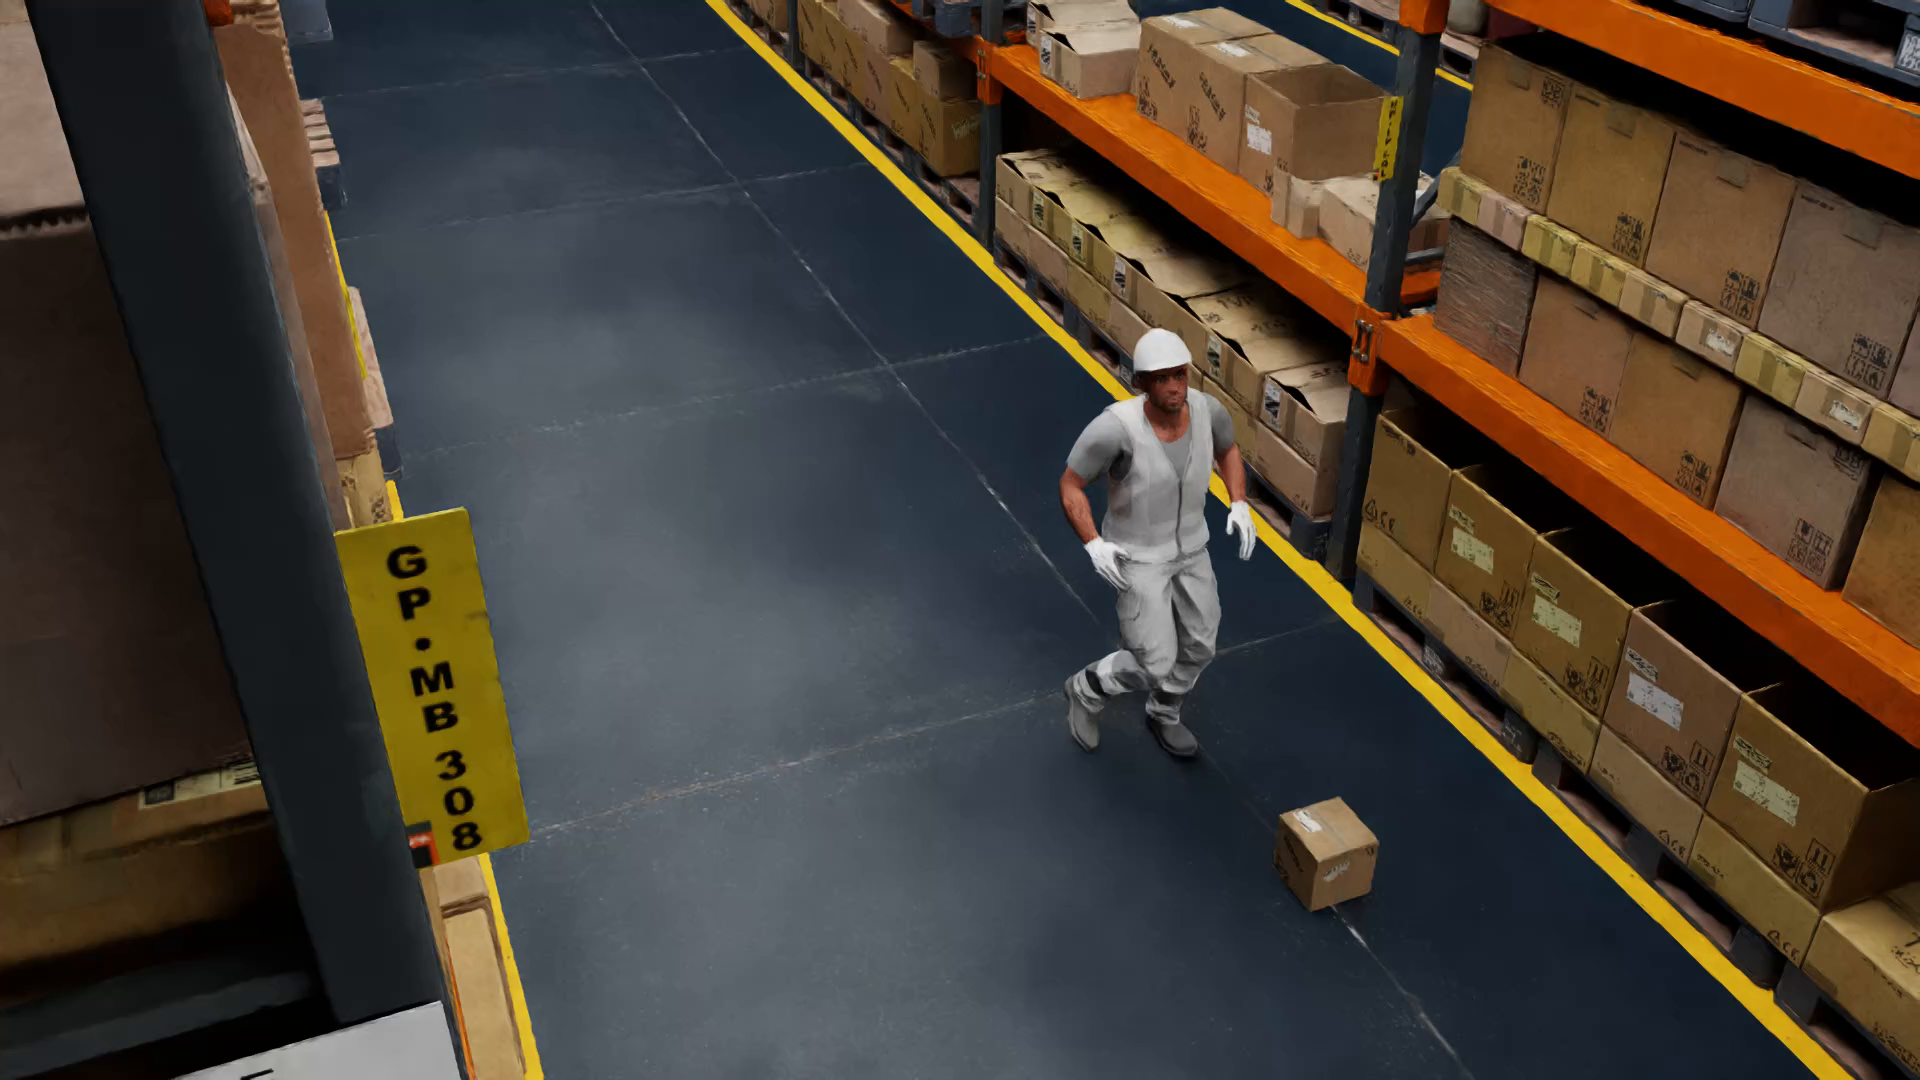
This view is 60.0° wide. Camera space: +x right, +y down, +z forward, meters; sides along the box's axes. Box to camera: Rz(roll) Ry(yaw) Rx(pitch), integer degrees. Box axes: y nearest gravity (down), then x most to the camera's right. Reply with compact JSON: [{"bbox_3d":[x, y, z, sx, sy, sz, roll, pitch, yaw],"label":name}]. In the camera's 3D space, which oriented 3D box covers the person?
[{"bbox_3d":[0.764,0.051,6.073,0.724,1.749,0.485,-19,38,-26],"label":"person"}]
